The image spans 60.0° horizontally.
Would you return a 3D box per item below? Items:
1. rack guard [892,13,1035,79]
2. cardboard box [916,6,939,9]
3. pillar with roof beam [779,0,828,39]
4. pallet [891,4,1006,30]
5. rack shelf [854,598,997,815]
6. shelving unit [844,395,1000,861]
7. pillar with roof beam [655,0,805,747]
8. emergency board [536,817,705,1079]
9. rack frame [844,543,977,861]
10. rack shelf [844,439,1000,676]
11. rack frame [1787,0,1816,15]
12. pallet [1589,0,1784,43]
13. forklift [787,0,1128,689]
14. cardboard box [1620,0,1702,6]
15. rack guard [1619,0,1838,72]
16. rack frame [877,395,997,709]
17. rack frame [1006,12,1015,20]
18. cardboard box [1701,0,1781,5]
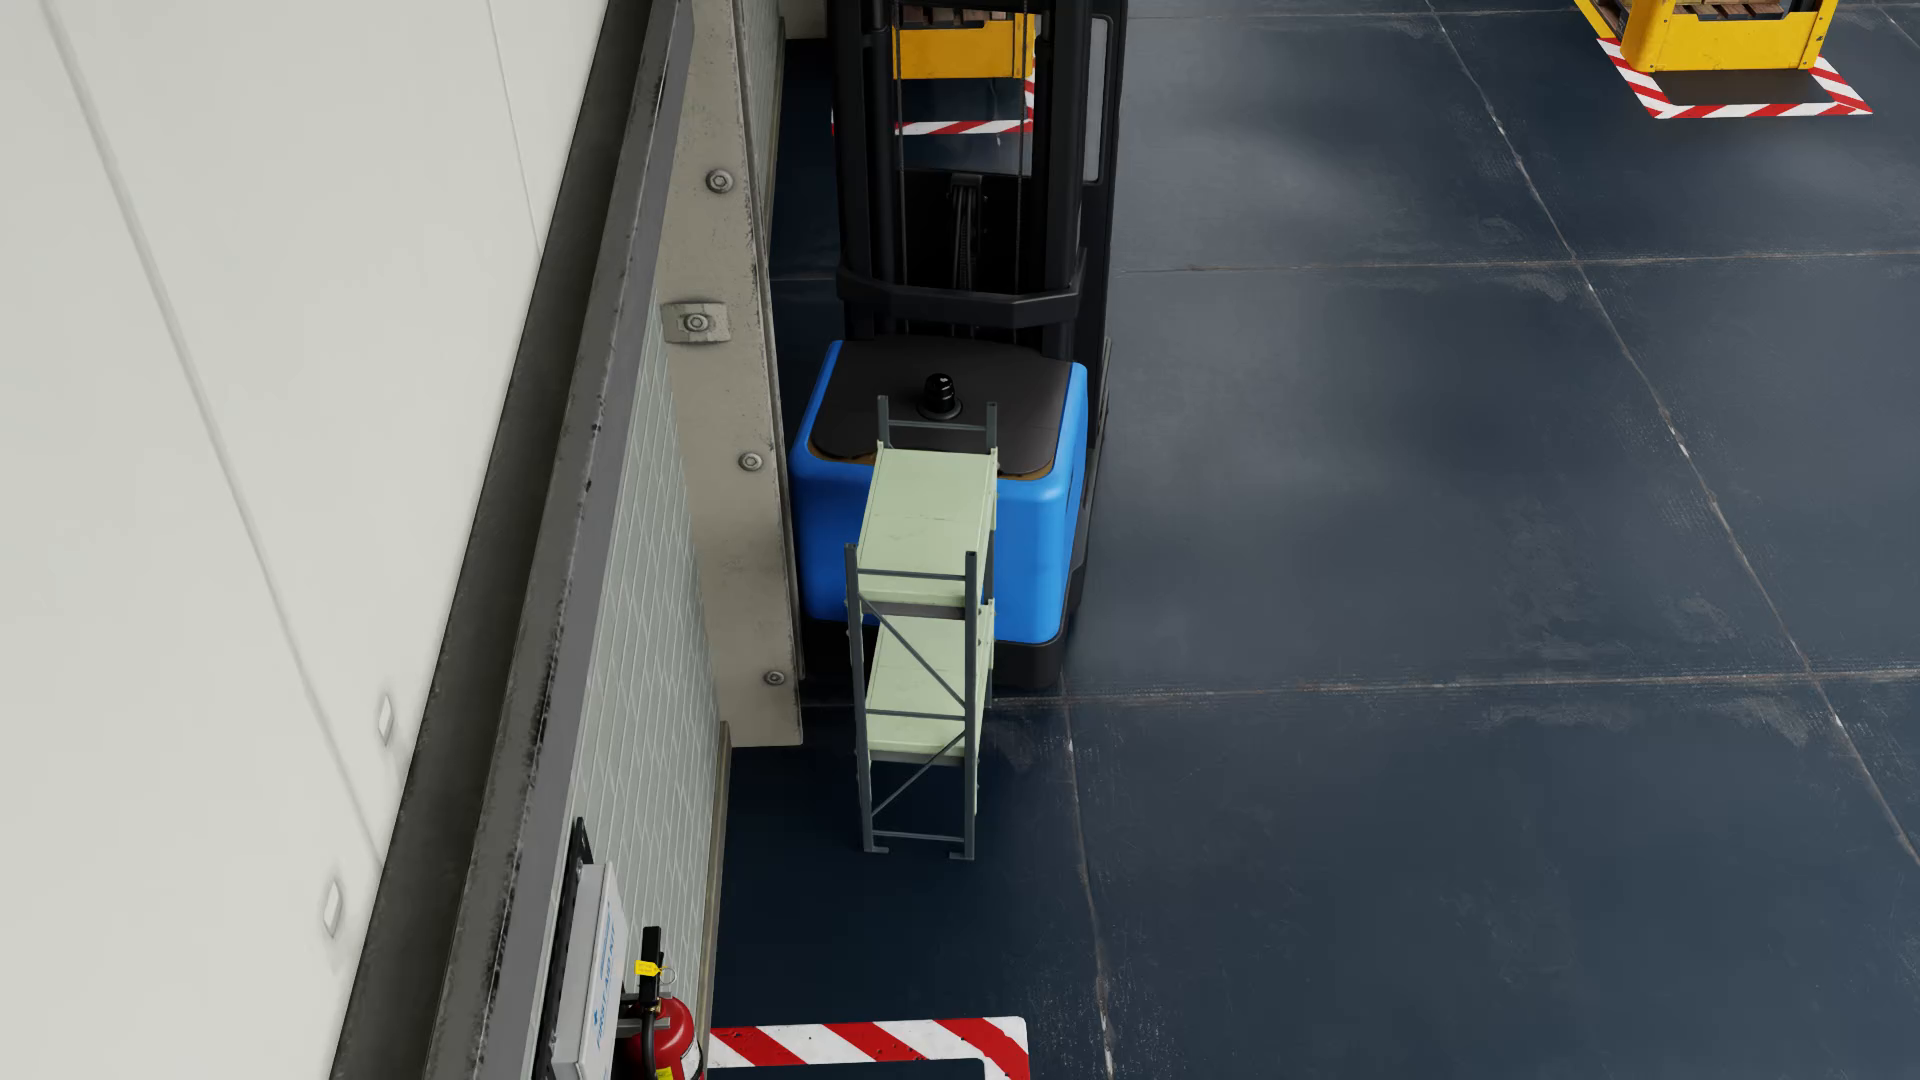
[{"bbox_3d":[-0.132,-3.182,10.351,1.175,0.500,0.348,-2,43,-2],"label":"rack guard"},{"bbox_3d":[-0.069,-3.693,10.723,0.500,0.311,0.500,-6,43,-7],"label":"cardboard box"},{"bbox_3d":[3.278,-6.835,8.047,9.100,9.000,0.400,-2,43,-2],"label":"pillar with roof beam"},{"bbox_3d":[-0.132,-3.625,11.048,1.003,0.211,1.213,-2,43,-2],"label":"pallet"},{"bbox_3d":[-0.113,0.576,5.994,0.431,0.370,0.720,4,43,4],"label":"rack shelf"},{"bbox_3d":[-0.113,0.336,5.774,0.431,1.500,0.755,4,43,4],"label":"shelving unit"},{"bbox_3d":[3.533,-2.784,3.628,9.100,9.000,0.400,-2,43,-2],"label":"pillar with roof beam"},{"bbox_3d":[-0.702,1.220,3.699,0.194,1.169,0.643,-2,43,-2],"label":"emergency board"},{"bbox_3d":[-0.149,0.582,5.505,0.400,1.500,0.023,4,43,4],"label":"rack frame"},{"bbox_3d":[-0.113,0.048,5.510,0.431,0.370,0.720,4,43,4],"label":"rack shelf"},{"bbox_3d":[4.820,-4.197,9.608,1.000,3.000,0.127,-2,43,-2],"label":"rack frame"},{"bbox_3d":[4.746,-3.684,11.112,1.003,0.211,1.213,-2,43,-2],"label":"pallet"},{"bbox_3d":[0.099,-1.501,6.718,1.130,2.935,3.031,6,43,7],"label":"forklift"},{"bbox_3d":[4.502,-3.691,10.781,0.500,0.250,0.500,-2,43,-2],"label":"cardboard box"},{"bbox_3d":[4.821,-3.259,10.435,1.175,0.500,0.348,-2,43,-2],"label":"rack guard"},{"bbox_3d":[-0.077,0.089,6.042,0.400,1.500,0.023,4,43,4],"label":"rack frame"},{"bbox_3d":[-0.129,-4.052,9.451,1.000,3.000,0.127,-2,43,-2],"label":"rack frame"},{"bbox_3d":[5.019,-3.706,10.797,0.500,0.250,0.500,-2,43,-2],"label":"cardboard box"}]
